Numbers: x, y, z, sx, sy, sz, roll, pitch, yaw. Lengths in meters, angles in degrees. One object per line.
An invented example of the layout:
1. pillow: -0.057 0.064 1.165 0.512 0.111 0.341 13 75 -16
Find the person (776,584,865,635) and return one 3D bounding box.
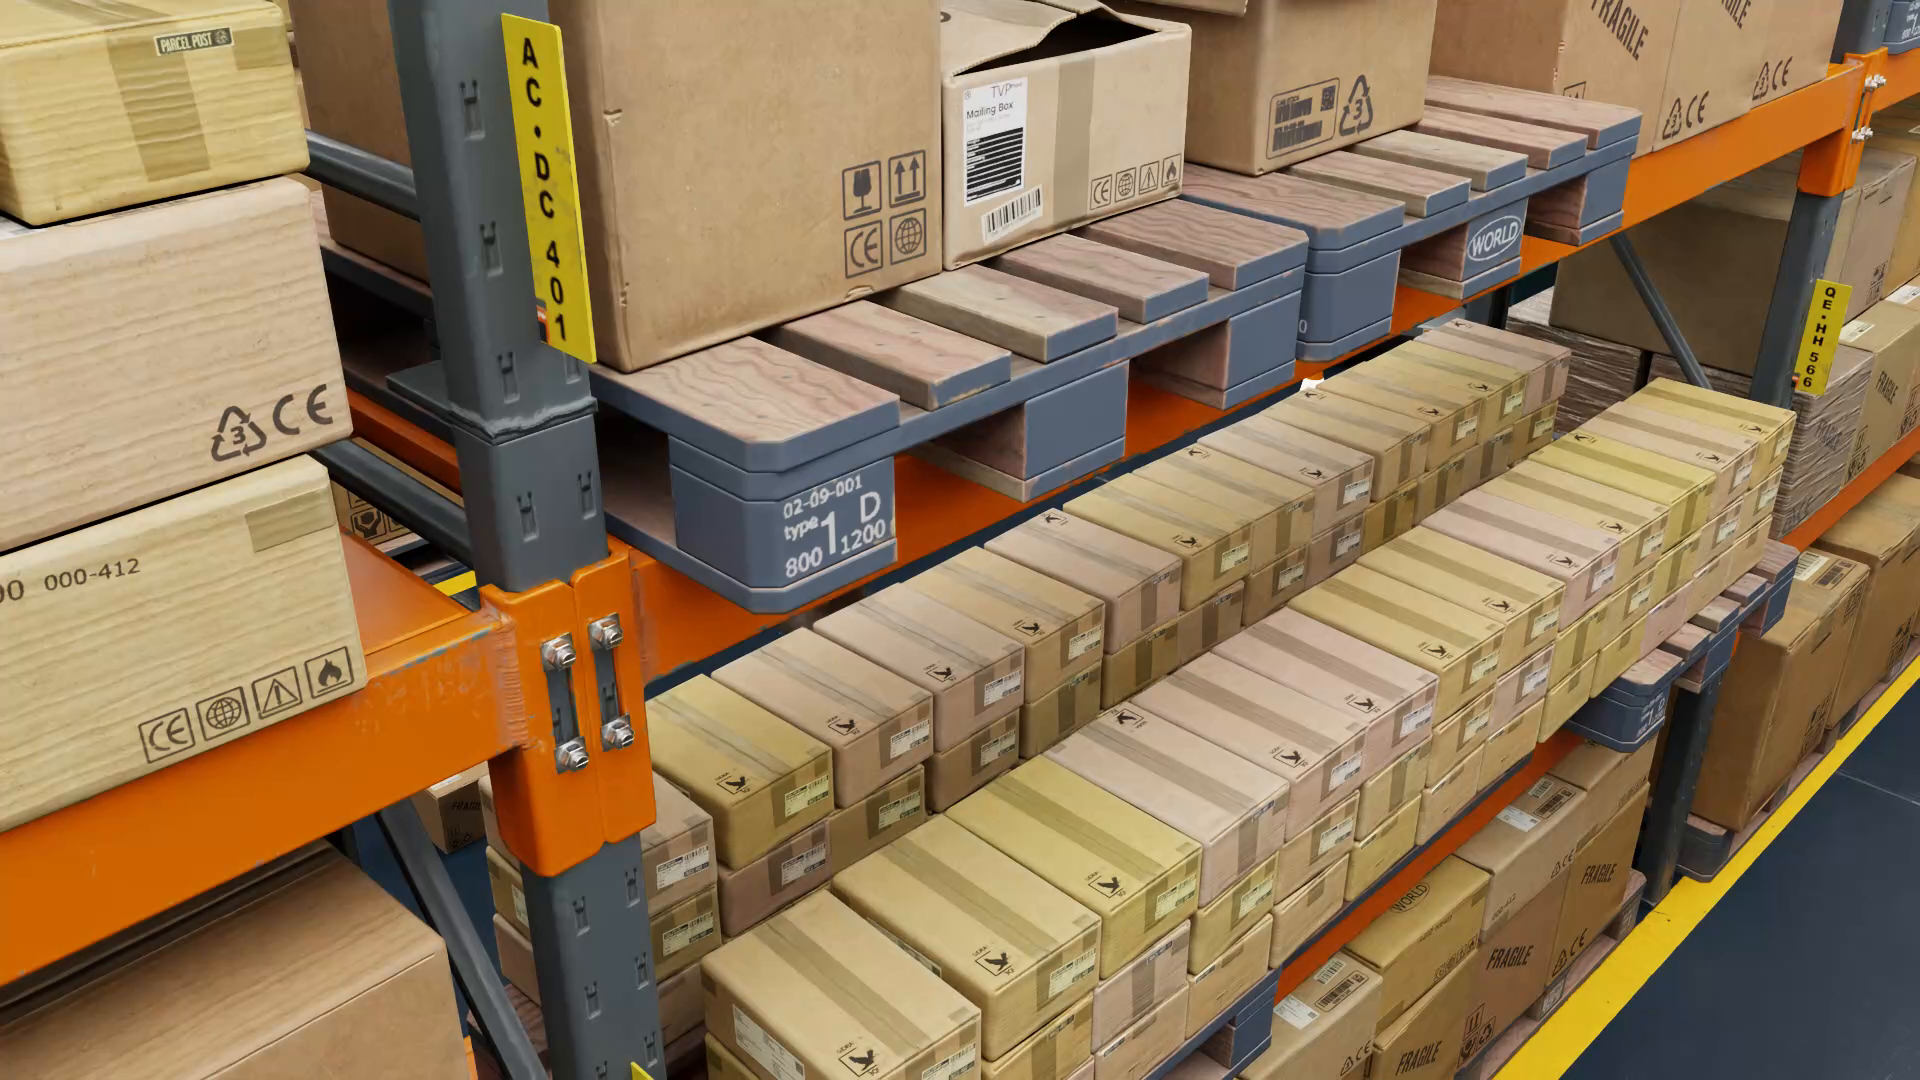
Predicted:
1. person: -0.516 -0.003 6.111 0.501 1.711 0.569 -2 28 -4
